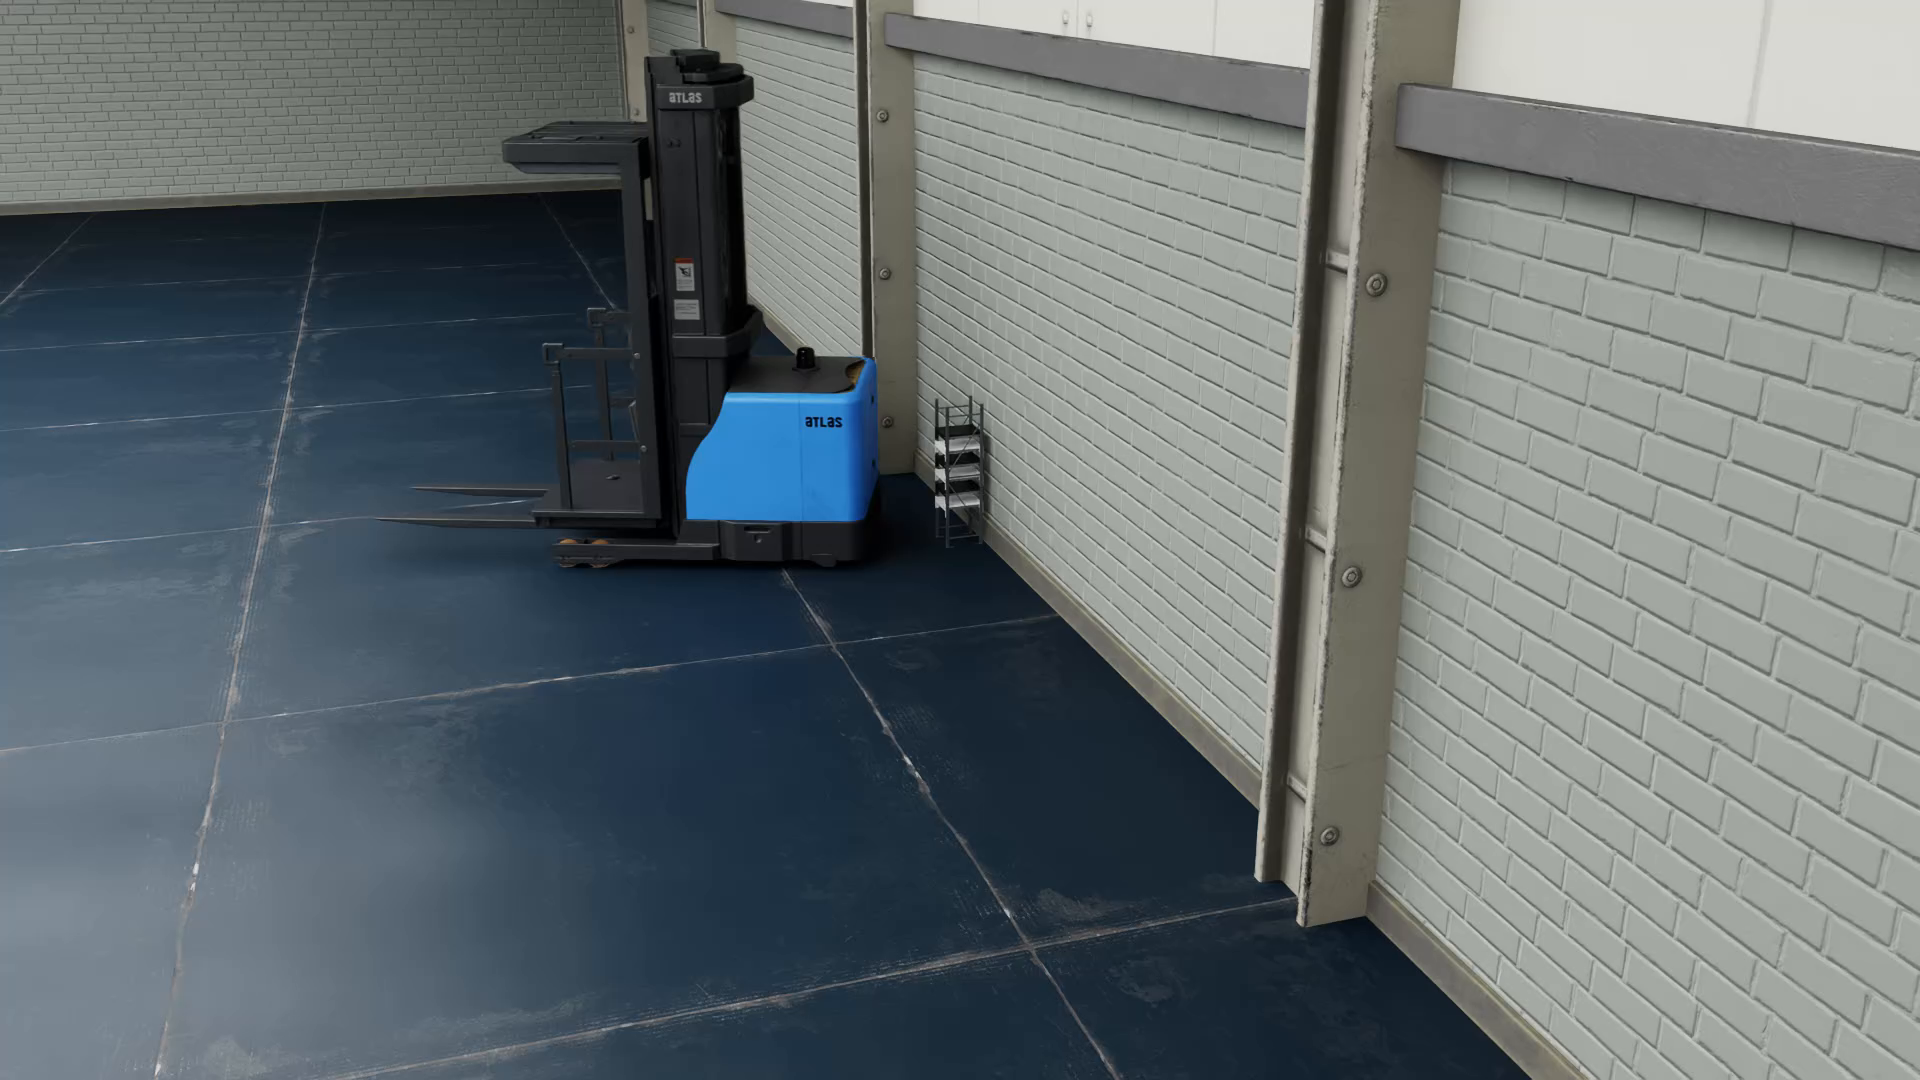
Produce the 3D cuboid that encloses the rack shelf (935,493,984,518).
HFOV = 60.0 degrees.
[{"bbox_3d":[-0.005,-0.219,10.325,0.258,0.077,0.200,-7,21,-18],"label":"rack shelf"}]

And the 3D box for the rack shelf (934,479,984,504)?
[{"bbox_3d":[-0.005,-0.303,10.295,0.258,0.077,0.200,-7,21,-18],"label":"rack shelf"}]

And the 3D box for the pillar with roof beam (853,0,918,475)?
[{"bbox_3d":[-4.586,-4.310,9.104,9.100,9.000,0.400,-6,21,-17],"label":"pillar with roof beam"}]

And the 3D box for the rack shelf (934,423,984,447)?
[{"bbox_3d":[-0.005,-0.642,10.173,0.258,0.077,0.200,-7,21,-18],"label":"rack shelf"}]

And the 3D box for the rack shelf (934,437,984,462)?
[{"bbox_3d":[-0.005,-0.558,10.204,0.258,0.077,0.200,-7,21,-18],"label":"rack shelf"}]

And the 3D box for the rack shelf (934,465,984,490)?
[{"bbox_3d":[-0.005,-0.388,10.264,0.258,0.077,0.200,-7,21,-18],"label":"rack shelf"}]

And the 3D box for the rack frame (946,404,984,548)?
[{"bbox_3d":[0.028,-0.387,10.163,0.240,0.900,0.006,-7,21,-18],"label":"rack frame"}]

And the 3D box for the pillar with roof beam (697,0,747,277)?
[{"bbox_3d":[-6.472,-6.236,14.465,9.100,9.000,0.400,-6,21,-17],"label":"pillar with roof beam"}]

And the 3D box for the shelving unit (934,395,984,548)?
[{"bbox_3d":[-0.005,-0.419,10.253,0.258,0.900,0.210,-7,21,-18],"label":"shelving unit"}]

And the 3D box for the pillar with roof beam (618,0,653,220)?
[{"bbox_3d":[-8.358,-8.161,19.826,9.100,9.000,0.400,-6,21,-17],"label":"pillar with roof beam"}]

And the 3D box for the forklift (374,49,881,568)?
[{"bbox_3d":[-2.042,-1.388,9.946,3.031,2.935,1.130,1,20,3],"label":"forklift"}]

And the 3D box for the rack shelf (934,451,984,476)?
[{"bbox_3d":[-0.005,-0.473,10.234,0.258,0.077,0.200,-7,21,-18],"label":"rack shelf"}]

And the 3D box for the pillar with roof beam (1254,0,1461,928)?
[{"bbox_3d":[-2.700,-2.385,3.744,9.100,9.000,0.400,-6,21,-17],"label":"pillar with roof beam"}]

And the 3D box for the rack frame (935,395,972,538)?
[{"bbox_3d":[-0.038,-0.452,10.344,0.240,0.900,0.006,-7,21,-18],"label":"rack frame"}]
